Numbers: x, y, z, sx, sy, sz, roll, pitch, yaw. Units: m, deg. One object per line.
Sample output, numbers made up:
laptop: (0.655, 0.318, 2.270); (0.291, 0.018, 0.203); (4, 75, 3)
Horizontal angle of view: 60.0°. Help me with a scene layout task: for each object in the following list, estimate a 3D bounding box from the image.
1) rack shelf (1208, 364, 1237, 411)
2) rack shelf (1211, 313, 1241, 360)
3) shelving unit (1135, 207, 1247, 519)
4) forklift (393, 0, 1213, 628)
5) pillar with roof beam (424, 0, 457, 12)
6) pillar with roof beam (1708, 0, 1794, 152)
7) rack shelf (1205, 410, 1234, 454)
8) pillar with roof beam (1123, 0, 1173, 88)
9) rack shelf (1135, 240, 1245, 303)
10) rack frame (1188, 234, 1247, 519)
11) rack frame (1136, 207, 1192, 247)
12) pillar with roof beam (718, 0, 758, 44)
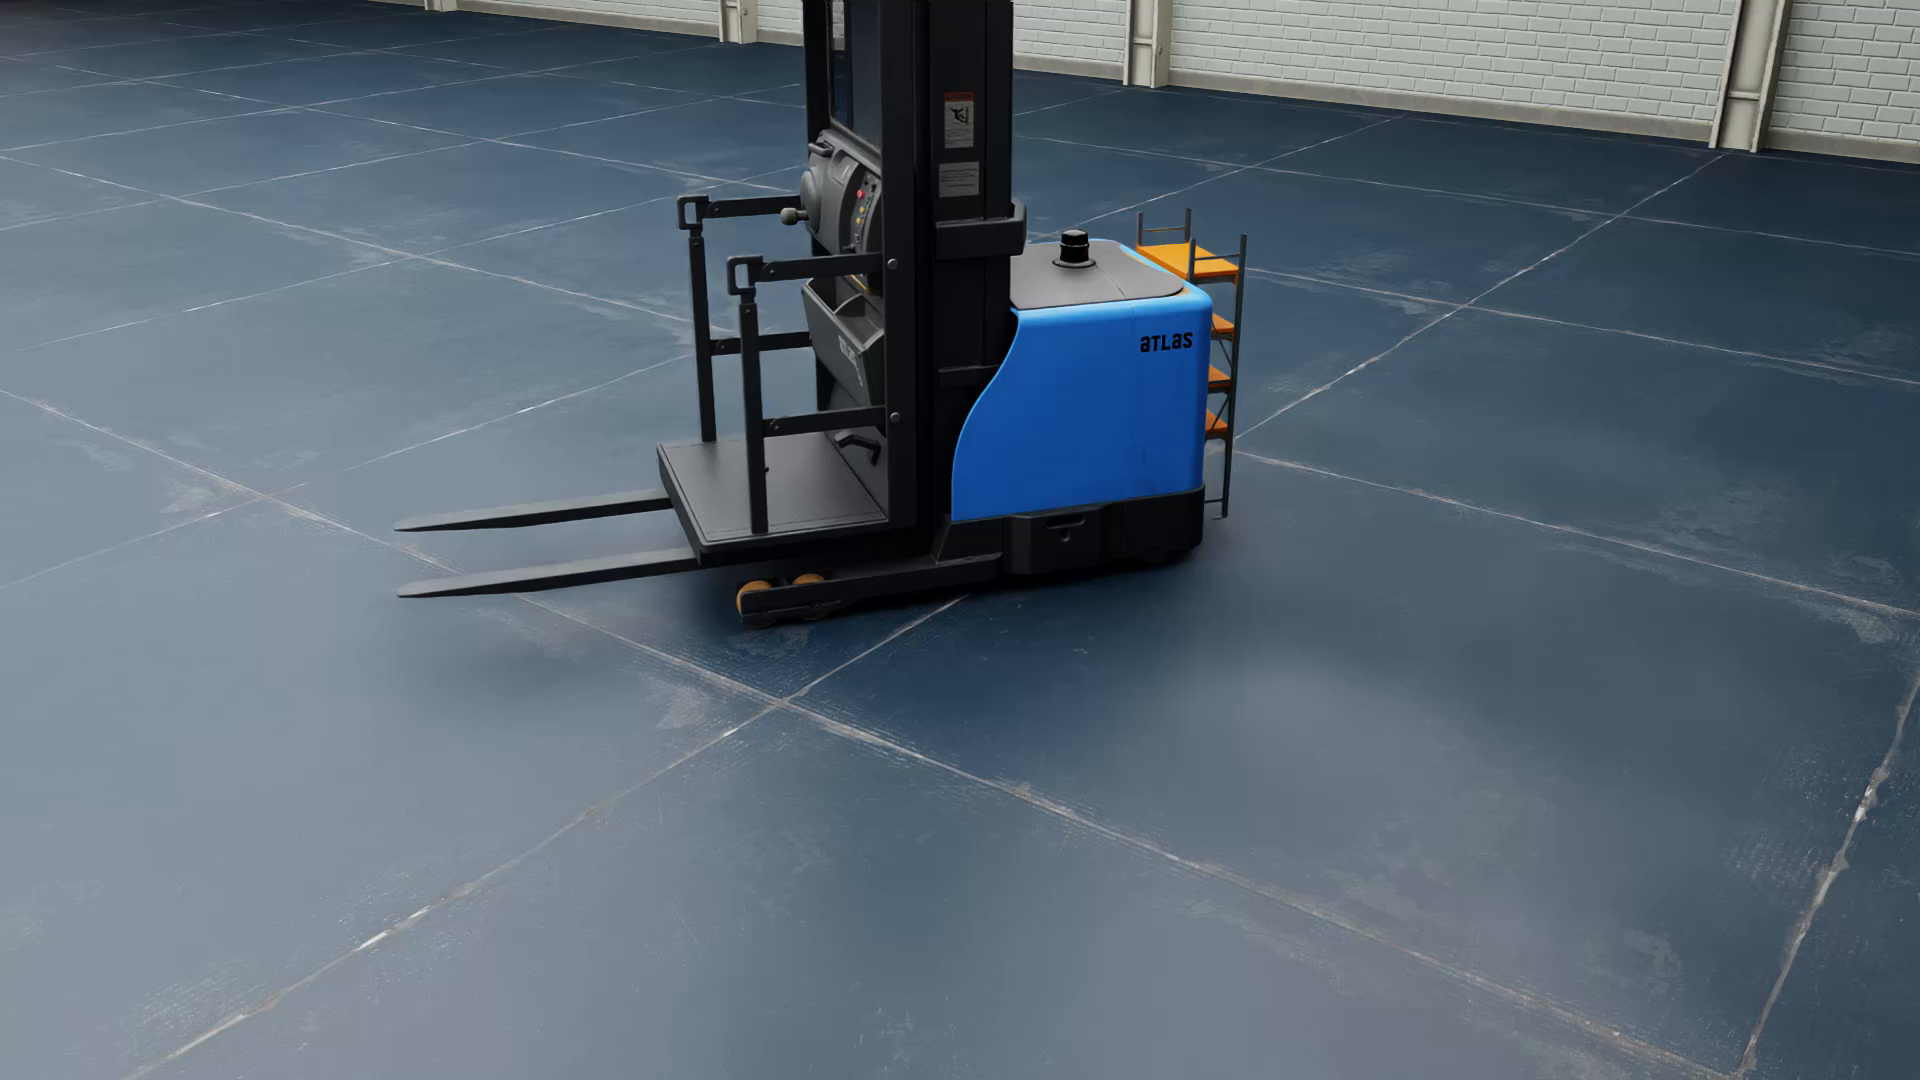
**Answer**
rack shelf: (0.924, -0.660, 6.928); (0.258, 0.148, 0.480); (-8, 25, -17)
rack shelf: (0.924, -0.865, 6.837); (0.258, 0.148, 0.480); (-8, 25, -17)
shelving unit: (0.924, -0.722, 6.900); (0.258, 1.200, 0.503); (-8, 25, -17)
forklift: (-0.617, -1.263, 5.981); (3.031, 2.935, 1.130); (-8, 25, -17)
pillar with roof beam: (-10.189, -10.517, 19.460); (0.400, 9.000, 9.100); (17, 29, 33)
pillar with roof beam: (4.214, -6.165, 9.581); (0.400, 9.000, 9.100); (17, 29, 33)
rack shelf: (0.924, -0.479, 7.008); (0.258, 0.148, 0.480); (-8, 25, -17)
pillar with roof beam: (-0.587, -7.616, 12.874); (0.400, 9.000, 9.100); (17, 29, 33)
rack shelf: (0.924, -1.082, 6.742); (0.258, 0.148, 0.480); (-8, 25, -17)
rack frame: (1.002, -0.629, 6.689); (0.240, 1.200, 0.015); (-8, 25, -17)
rack frame: (0.845, -0.815, 7.112); (0.240, 1.200, 0.015); (-8, 25, -17)
pillar with roof beam: (-5.388, -9.067, 16.167); (0.400, 9.000, 9.100); (17, 29, 33)
